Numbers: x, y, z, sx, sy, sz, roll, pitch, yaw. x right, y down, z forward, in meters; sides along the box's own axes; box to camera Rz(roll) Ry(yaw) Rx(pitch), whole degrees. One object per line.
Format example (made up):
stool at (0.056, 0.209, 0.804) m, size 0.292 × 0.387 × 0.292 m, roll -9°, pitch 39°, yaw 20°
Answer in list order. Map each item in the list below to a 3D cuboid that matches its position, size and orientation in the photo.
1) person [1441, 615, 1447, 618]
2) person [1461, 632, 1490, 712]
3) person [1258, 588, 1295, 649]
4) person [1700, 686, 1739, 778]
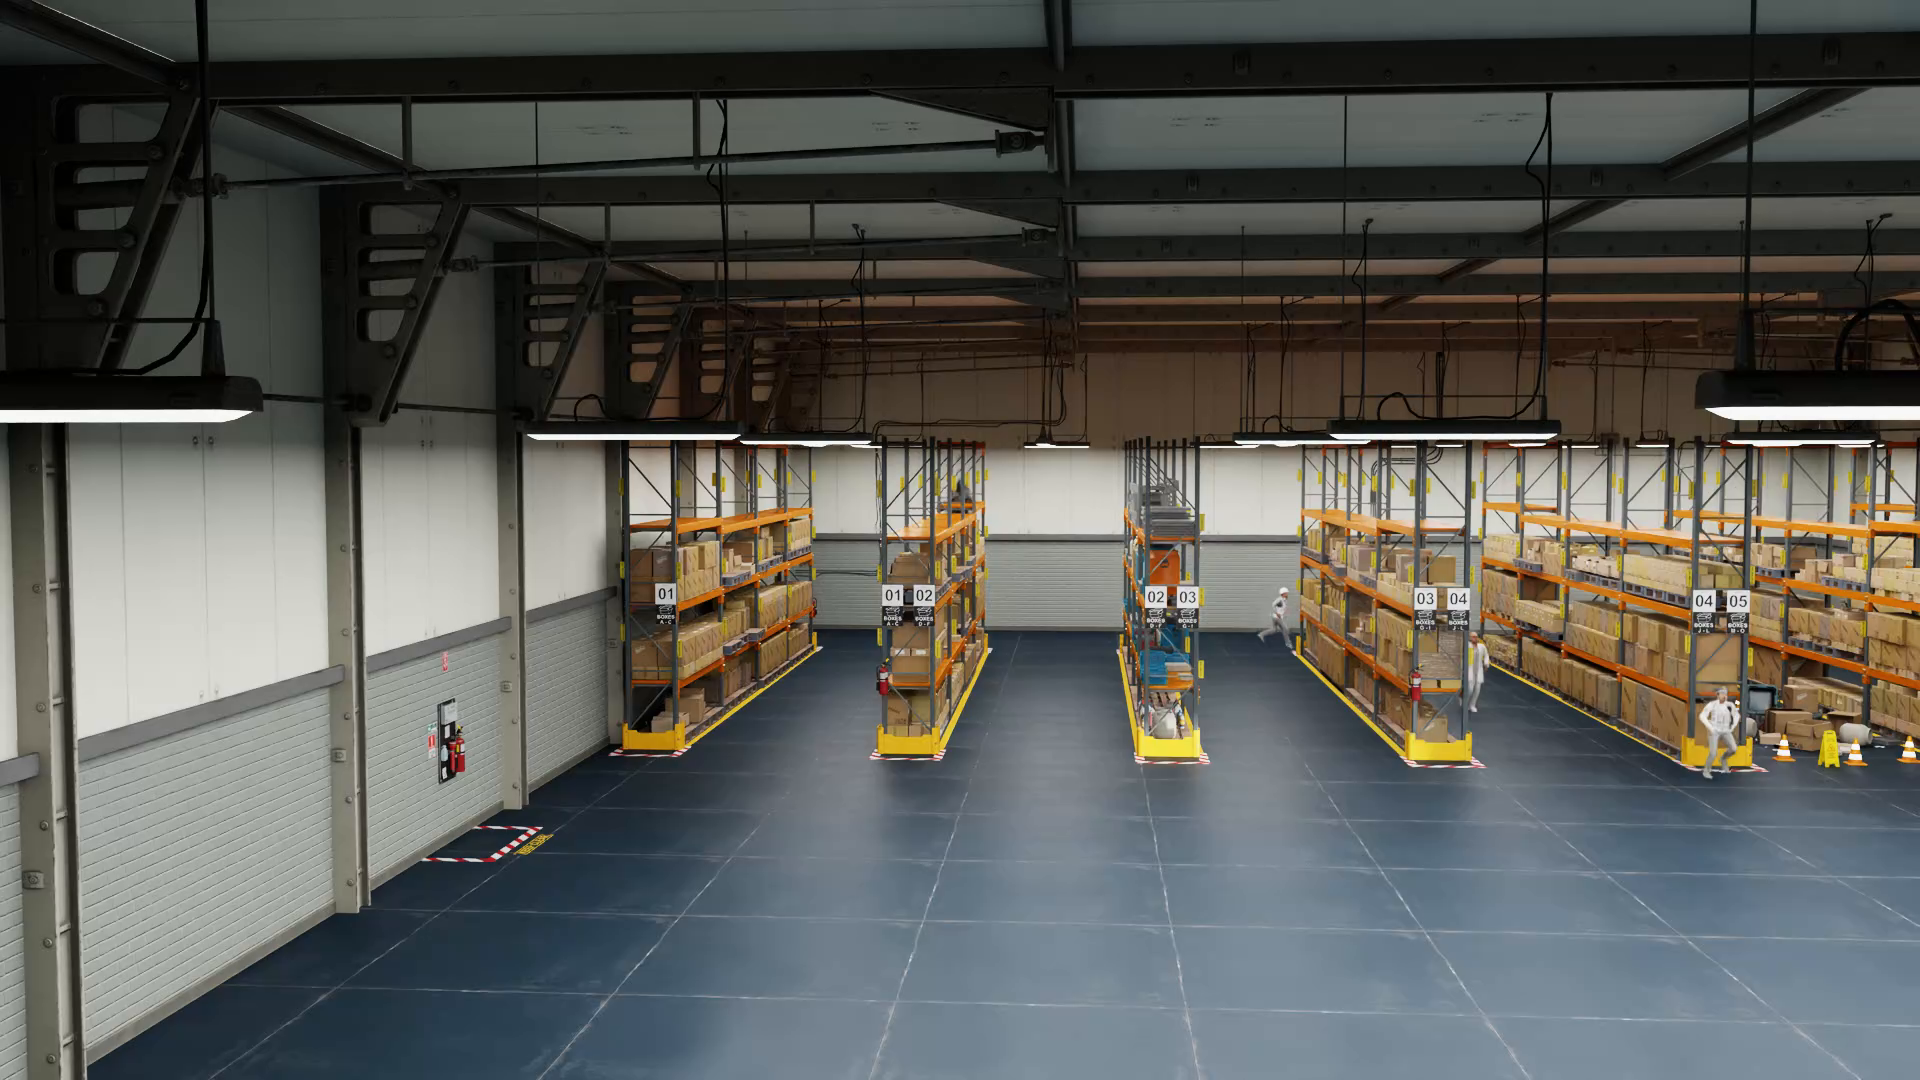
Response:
person at (12.803, 2.435, 44.250) m, size 0.655 × 1.812 × 0.942 m, roll 0°, pitch 3°, yaw 1°
person at (11.301, 2.872, 36.595) m, size 0.727 × 1.697 × 0.632 m, roll 0°, pitch 3°, yaw -4°
person at (9.230, 2.268, 48.445) m, size 1.093 × 1.771 × 0.655 m, roll 1°, pitch 3°, yaw 18°
person at (13.350, 3.378, 29.116) m, size 0.712 × 1.656 × 0.513 m, roll 0°, pitch 3°, yaw -4°
